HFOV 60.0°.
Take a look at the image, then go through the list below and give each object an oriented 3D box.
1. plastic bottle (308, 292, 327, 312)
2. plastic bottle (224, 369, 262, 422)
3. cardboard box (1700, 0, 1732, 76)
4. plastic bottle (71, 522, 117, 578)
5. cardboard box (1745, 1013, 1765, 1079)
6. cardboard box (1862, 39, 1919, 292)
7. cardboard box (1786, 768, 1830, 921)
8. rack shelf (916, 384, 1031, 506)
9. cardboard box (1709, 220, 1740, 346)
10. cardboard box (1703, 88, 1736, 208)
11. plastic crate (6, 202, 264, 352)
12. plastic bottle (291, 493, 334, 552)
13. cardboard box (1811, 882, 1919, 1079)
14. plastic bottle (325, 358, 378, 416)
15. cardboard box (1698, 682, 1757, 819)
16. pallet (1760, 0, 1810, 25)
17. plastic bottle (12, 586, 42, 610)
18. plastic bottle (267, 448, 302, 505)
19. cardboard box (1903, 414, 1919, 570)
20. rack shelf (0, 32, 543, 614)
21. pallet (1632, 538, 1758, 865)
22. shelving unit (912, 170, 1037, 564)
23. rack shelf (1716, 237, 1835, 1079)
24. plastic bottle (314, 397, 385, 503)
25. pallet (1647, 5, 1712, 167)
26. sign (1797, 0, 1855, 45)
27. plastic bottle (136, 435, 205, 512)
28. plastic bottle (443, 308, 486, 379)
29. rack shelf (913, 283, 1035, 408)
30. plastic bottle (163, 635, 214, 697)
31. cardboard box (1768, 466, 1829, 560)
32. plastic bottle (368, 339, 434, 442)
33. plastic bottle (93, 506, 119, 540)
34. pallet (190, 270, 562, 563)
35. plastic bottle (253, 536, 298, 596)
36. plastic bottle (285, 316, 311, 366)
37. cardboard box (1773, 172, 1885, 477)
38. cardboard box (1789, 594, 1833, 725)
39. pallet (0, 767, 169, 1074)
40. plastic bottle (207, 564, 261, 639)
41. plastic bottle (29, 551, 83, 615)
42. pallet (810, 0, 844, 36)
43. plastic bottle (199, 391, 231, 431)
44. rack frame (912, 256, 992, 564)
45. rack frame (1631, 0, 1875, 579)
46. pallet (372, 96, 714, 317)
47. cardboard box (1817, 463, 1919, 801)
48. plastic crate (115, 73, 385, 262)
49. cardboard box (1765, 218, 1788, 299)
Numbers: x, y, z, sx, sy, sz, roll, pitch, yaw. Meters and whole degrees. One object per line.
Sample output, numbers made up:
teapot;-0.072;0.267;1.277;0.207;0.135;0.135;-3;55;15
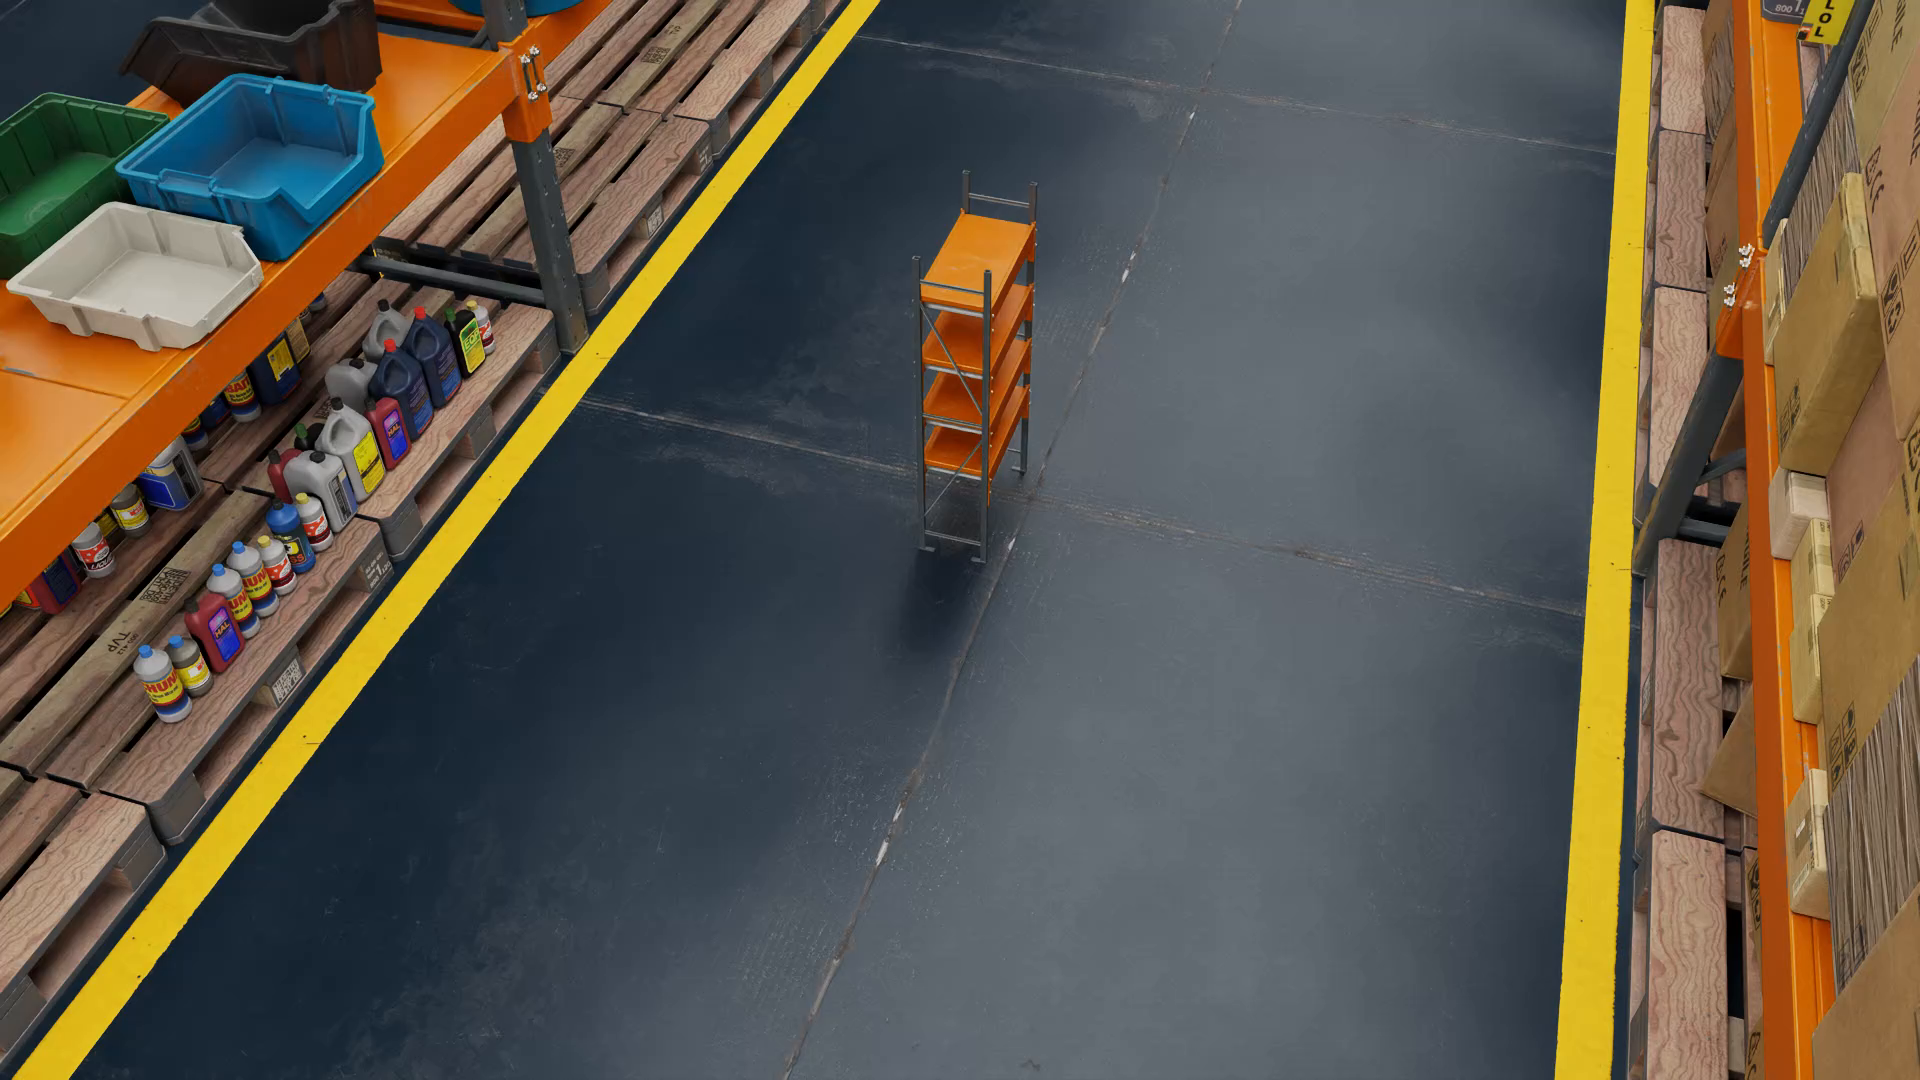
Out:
plastic bottle;-2.470;-0.998;6.261;0.097;0.271;0.097;0;44;0
plastic bottle;-2.525;-0.545;5.798;0.097;0.271;0.097;0;44;0
cardboard box;3.792;-2.365;7.495;0.700;0.500;0.500;10;45;10
plastic bottle;-2.760;0.016;5.275;0.097;0.201;0.097;0;44;0
cardboard box;2.114;1.292;3.772;0.500;0.500;0.500;17;47;16
cardboard box;2.236;-0.806;3.430;0.500;0.500;0.500;13;46;13
cardboard box;1.797;0.614;3.157;0.380;0.149;0.250;13;46;13
rack shelf;0.050;-0.349;5.629;0.258;0.148;0.480;13;46;13
cardboard box;3.133;-0.869;5.966;0.700;0.500;0.500;12;46;12
cardboard box;3.471;-1.614;6.727;0.700;0.500;0.500;16;47;16
plastic crate;-2.206;-0.705;4.514;0.530;0.136;0.437;13;46;13
plastic bottle;-2.095;-0.067;5.360;0.097;0.201;0.097;0;44;0
cardboard box;1.783;0.919;2.382;0.875;0.500;0.500;13;46;13
plastic bottle;-2.083;-0.515;5.765;0.152;0.276;0.135;13;46;13
cardboard box;2.439;0.499;4.583;0.500;0.500;0.500;27;50;25
pallet;3.415;-2.156;5.945;1.003;0.211;1.213;13;46;13
plastic bottle;-2.927;0.068;5.169;0.152;0.276;0.135;13;46;13
plastic bottle;-2.187;-0.203;5.440;0.061;0.283;0.133;13;46;13
cardboard box;1.943;-0.137;2.746;0.500;0.500;0.500;13;46;13
rack shelf;-2.562;-0.345;4.472;1.077;0.370;4.000;13;46;13
pallet;2.595;0.566;5.021;1.003;0.211;1.213;13;46;13
shelving unit;0.050;-0.539;5.443;0.258;1.200;0.503;13;46;13
rack shelf;2.159;0.704;3.400;1.077;0.370;4.000;13;46;13
plastic bottle;-2.032;-0.312;5.504;0.144;0.351;0.185;12;46;12
pallet;3.738;-2.035;7.679;1.003;0.211;1.213;13;46;13
sign;2.234;-1.415;4.224;0.100;0.325;0.005;13;46;13
plastic bottle;-2.633;-0.245;5.489;0.152;0.276;0.135;13;46;13
plastic bottle;-1.787;-0.731;5.980;0.061;0.283;0.133;15;46;15
rack shelf;0.050;-0.651;5.334;0.258;0.148;0.480;13;46;13
plastic bottle;-2.290;0.362;4.921;0.097;0.201;0.097;0;44;0
cardboard box;2.094;-0.054;3.840;0.380;0.149;0.250;13;46;13
plastic bottle;-1.935;-0.527;5.724;0.144;0.351;0.185;10;45;10
plastic bottle;-2.838;-0.162;5.351;0.144;0.351;0.185;14;46;14
pallet;-2.199;-0.500;6.110;1.003;0.211;1.213;13;46;13
plastic bottle;-2.157;0.070;5.220;0.097;0.201;0.097;0;44;0
plastic bottle;-2.441;-0.759;6.008;0.061;0.283;0.133;13;46;13
cardboard box;2.384;-0.416;3.746;0.875;0.500;0.500;13;46;13
cardboard box;1.971;0.286;3.493;0.380;0.149;0.250;13;46;13
pallet;-2.938;1.127;4.448;1.003;0.211;1.213;13;46;13
plastic bottle;-2.218;0.178;5.060;0.097;0.271;0.097;0;44;0
plastic bottle;-2.825;0.088;5.143;0.061;0.283;0.133;13;46;13
pallet;-1.016;-3.097;8.764;1.003;0.211;1.213;13;46;13
plastic bottle;-2.653;-0.570;5.767;0.144;0.351;0.185;11;45;11
rack frame;-0.024;-0.377;5.277;0.240;1.200;0.015;13;46;13
rack frame;2.764;-0.886;4.511;1.000;3.000;0.127;13;46;13
pallet;-1.755;-1.470;7.102;1.003;0.211;1.213;13;46;13
cardboard box;2.138;0.264;3.052;0.875;0.500;0.500;13;46;13
plastic crate;-2.032;-1.087;4.822;0.499;0.251;0.616;13;46;13
cardboard box;2.413;-0.717;4.517;0.380;0.149;0.250;13;46;13
